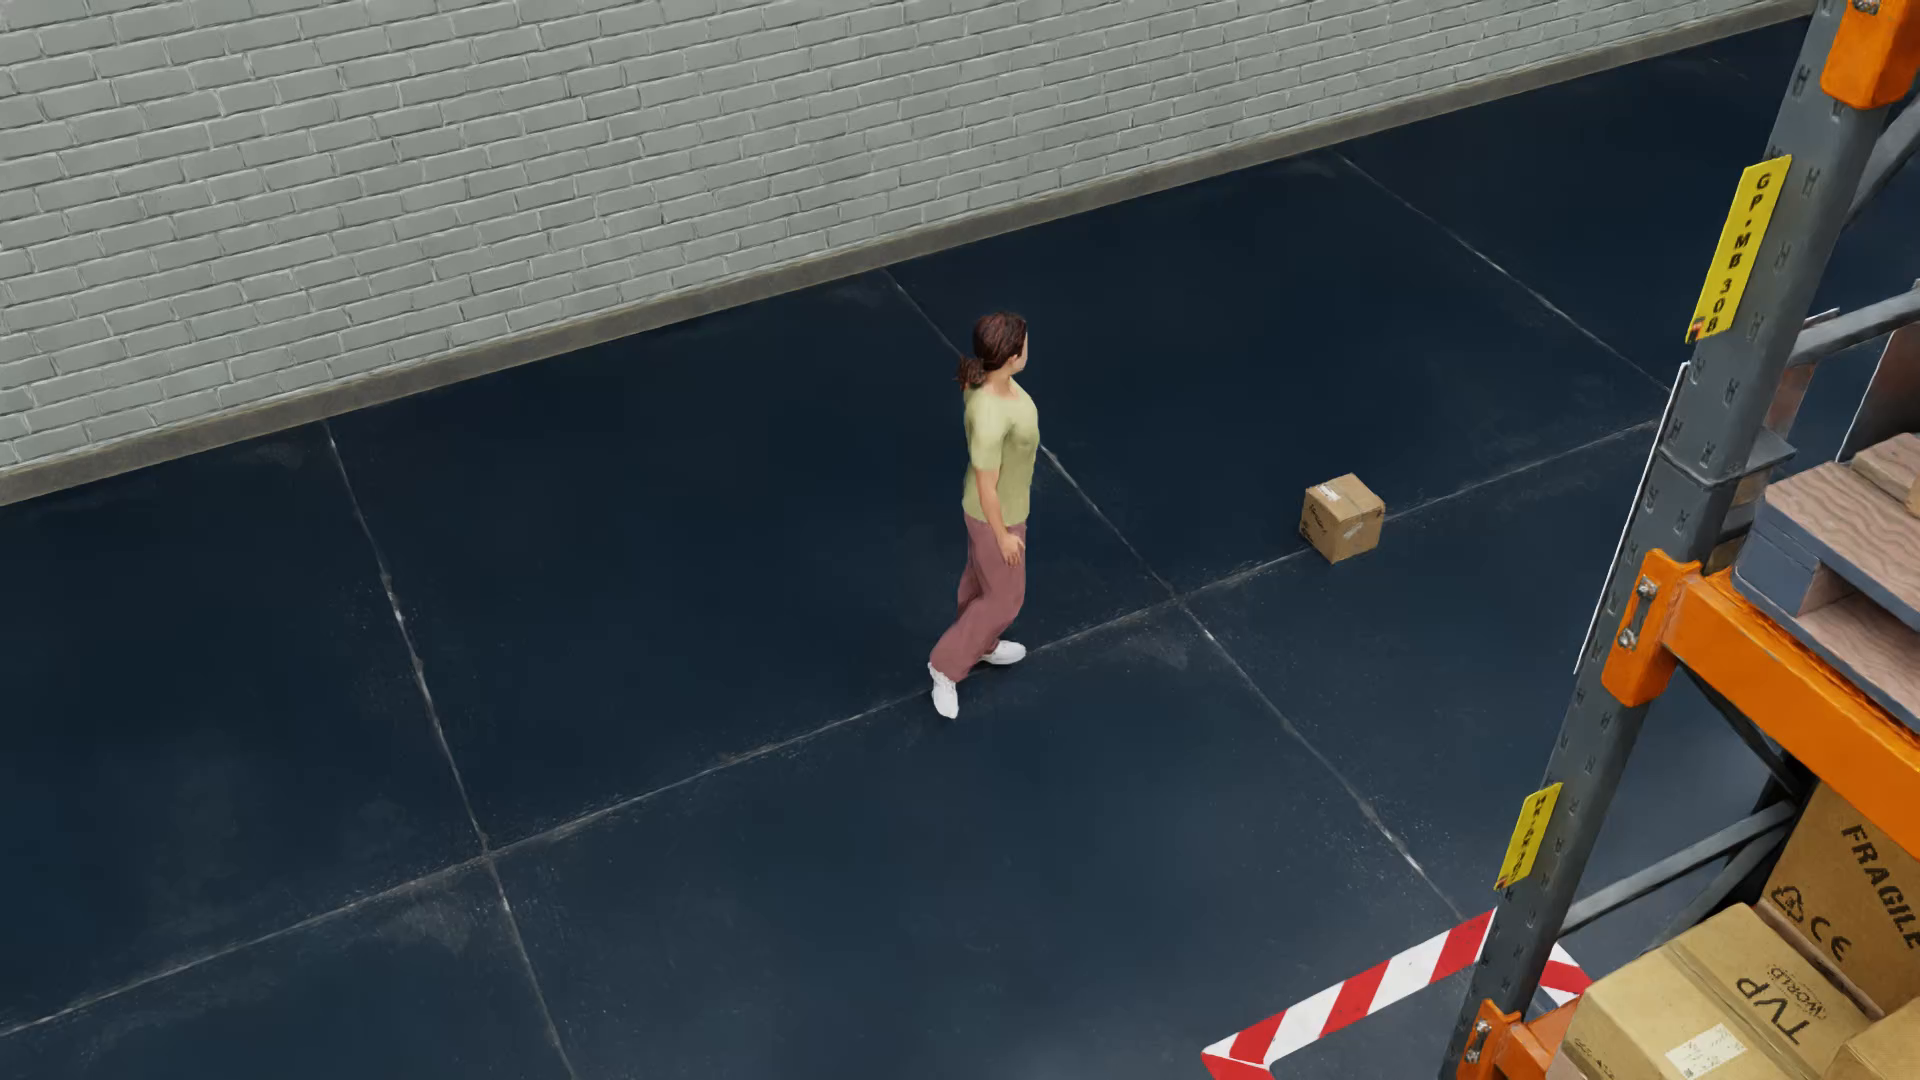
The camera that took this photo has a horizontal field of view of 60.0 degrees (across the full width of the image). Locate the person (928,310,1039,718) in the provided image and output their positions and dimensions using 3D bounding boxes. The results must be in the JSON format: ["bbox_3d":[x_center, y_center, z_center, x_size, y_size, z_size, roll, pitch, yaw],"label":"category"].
[{"bbox_3d":[0.081,-0.089,6.236,0.409,1.667,0.630,2,41,3],"label":"person"}]
